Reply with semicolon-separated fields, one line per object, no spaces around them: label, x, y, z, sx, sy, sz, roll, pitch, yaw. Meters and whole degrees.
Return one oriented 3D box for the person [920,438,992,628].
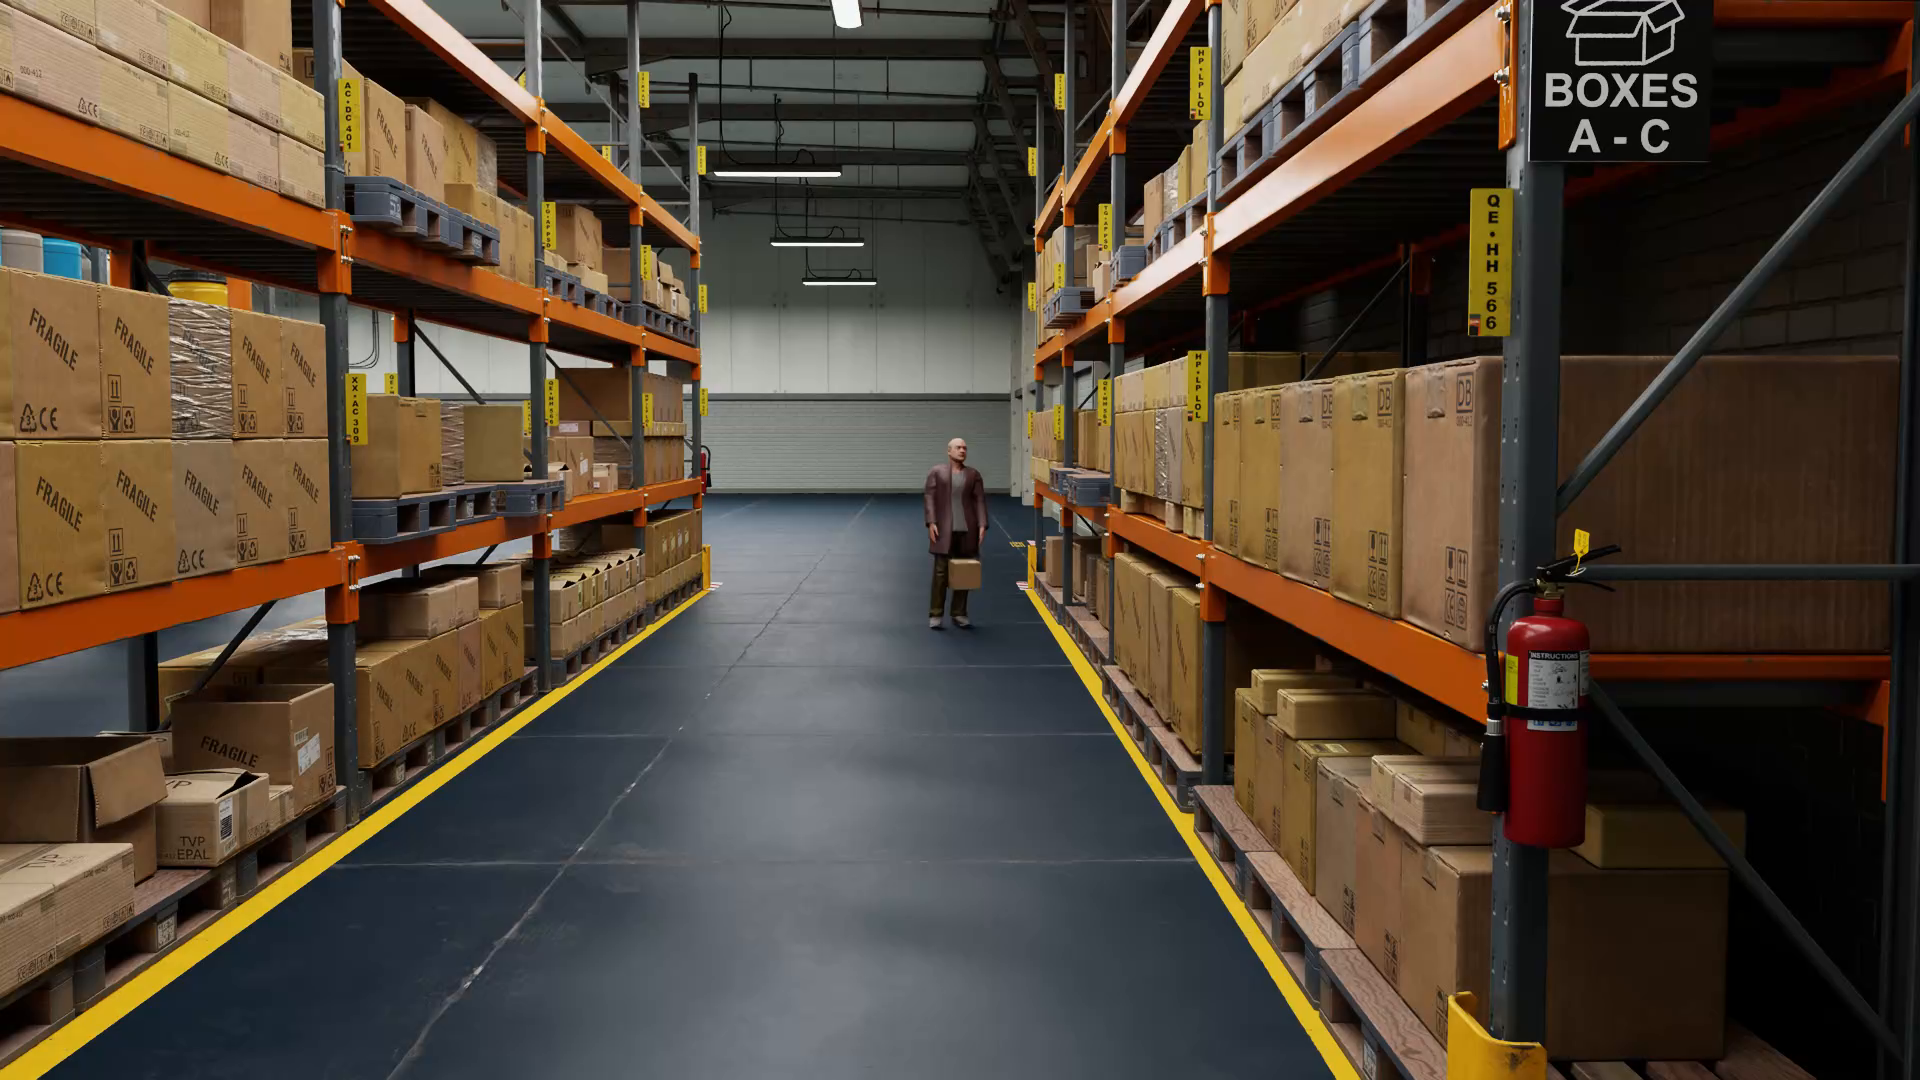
person;-0.019;-0.073;15.695;0.697;1.779;0.579;-1;4;-13
